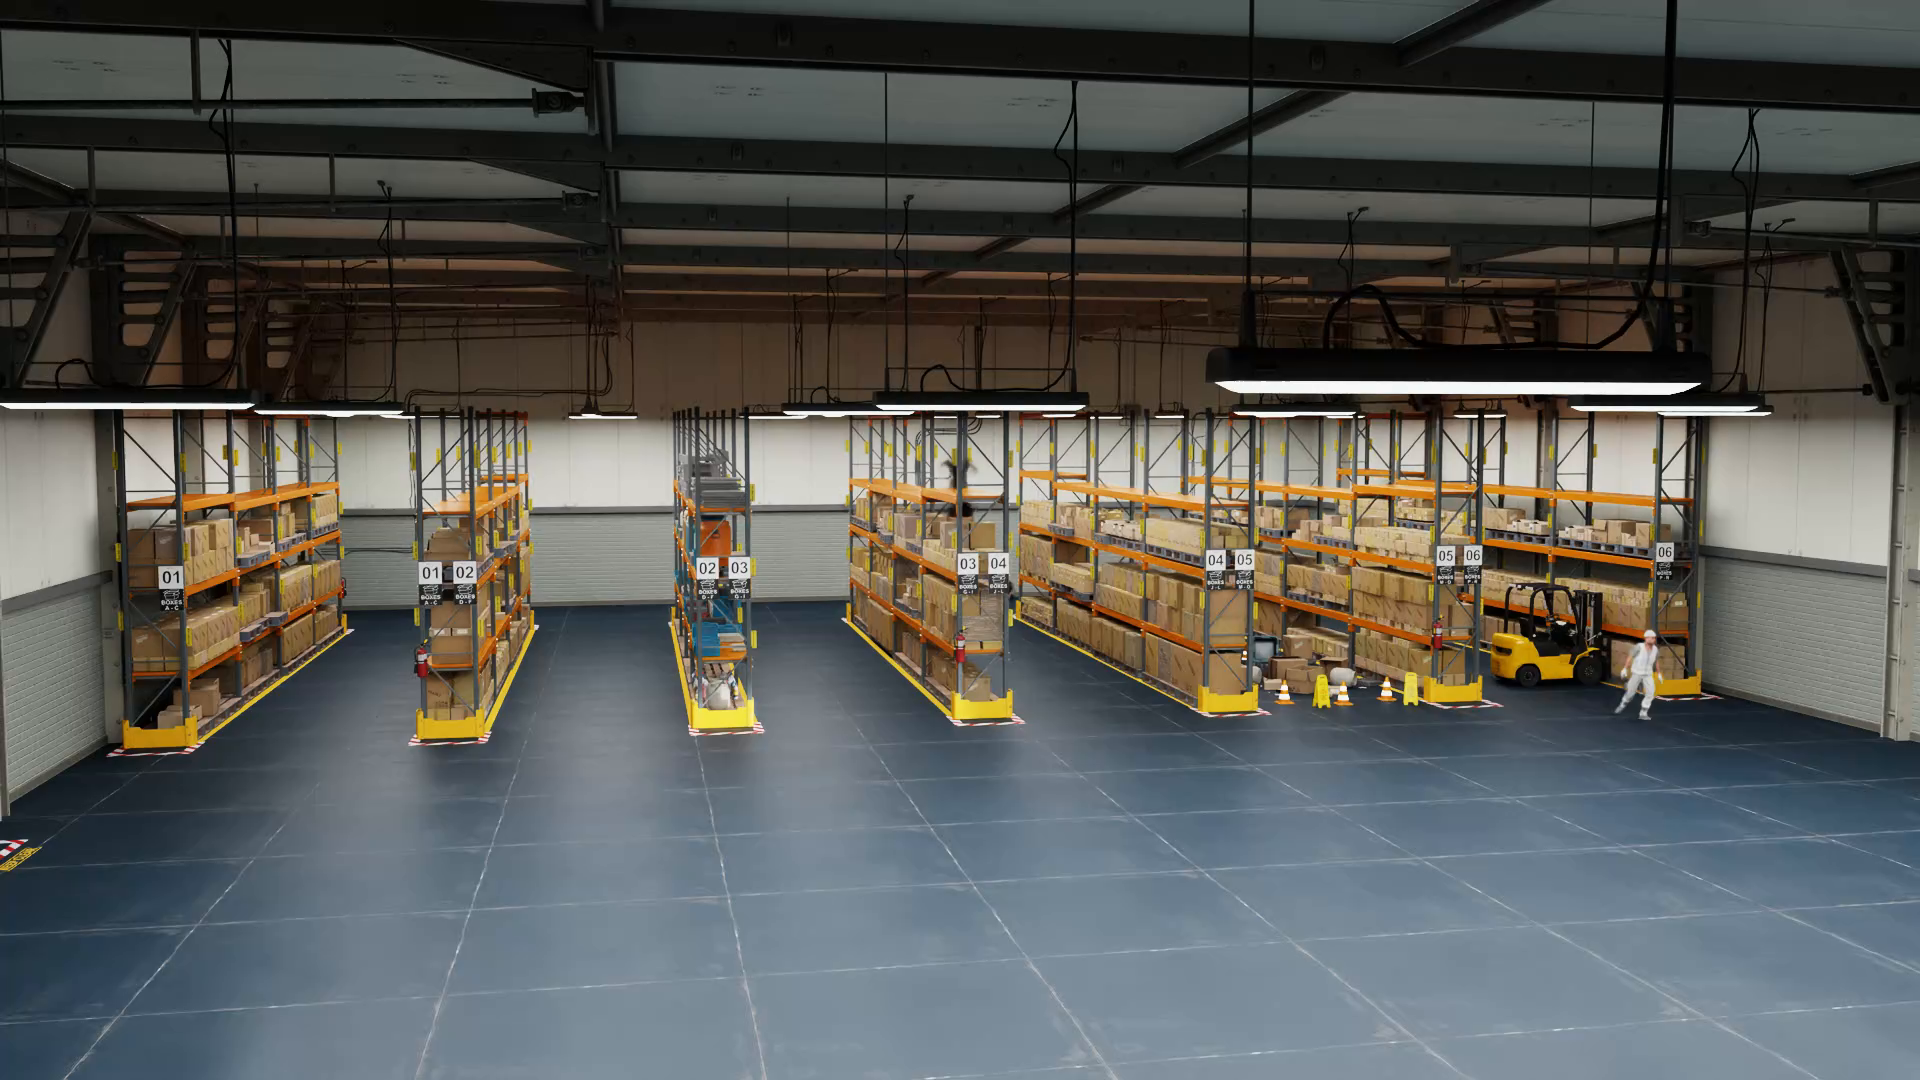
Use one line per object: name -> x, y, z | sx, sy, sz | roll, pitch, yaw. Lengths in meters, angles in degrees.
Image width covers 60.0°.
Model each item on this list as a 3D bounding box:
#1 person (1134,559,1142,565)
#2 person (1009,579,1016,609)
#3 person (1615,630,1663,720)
person -> 5.547, 1.113, 51.793 | 0.991, 1.788, 0.667 | -2, 5, -28
person -> 1.202, 1.660, 45.045 | 0.638, 1.681, 0.649 | -1, 4, -15
person -> 13.074, 2.577, 32.069 | 0.774, 1.732, 0.778 | -1, 4, -8
